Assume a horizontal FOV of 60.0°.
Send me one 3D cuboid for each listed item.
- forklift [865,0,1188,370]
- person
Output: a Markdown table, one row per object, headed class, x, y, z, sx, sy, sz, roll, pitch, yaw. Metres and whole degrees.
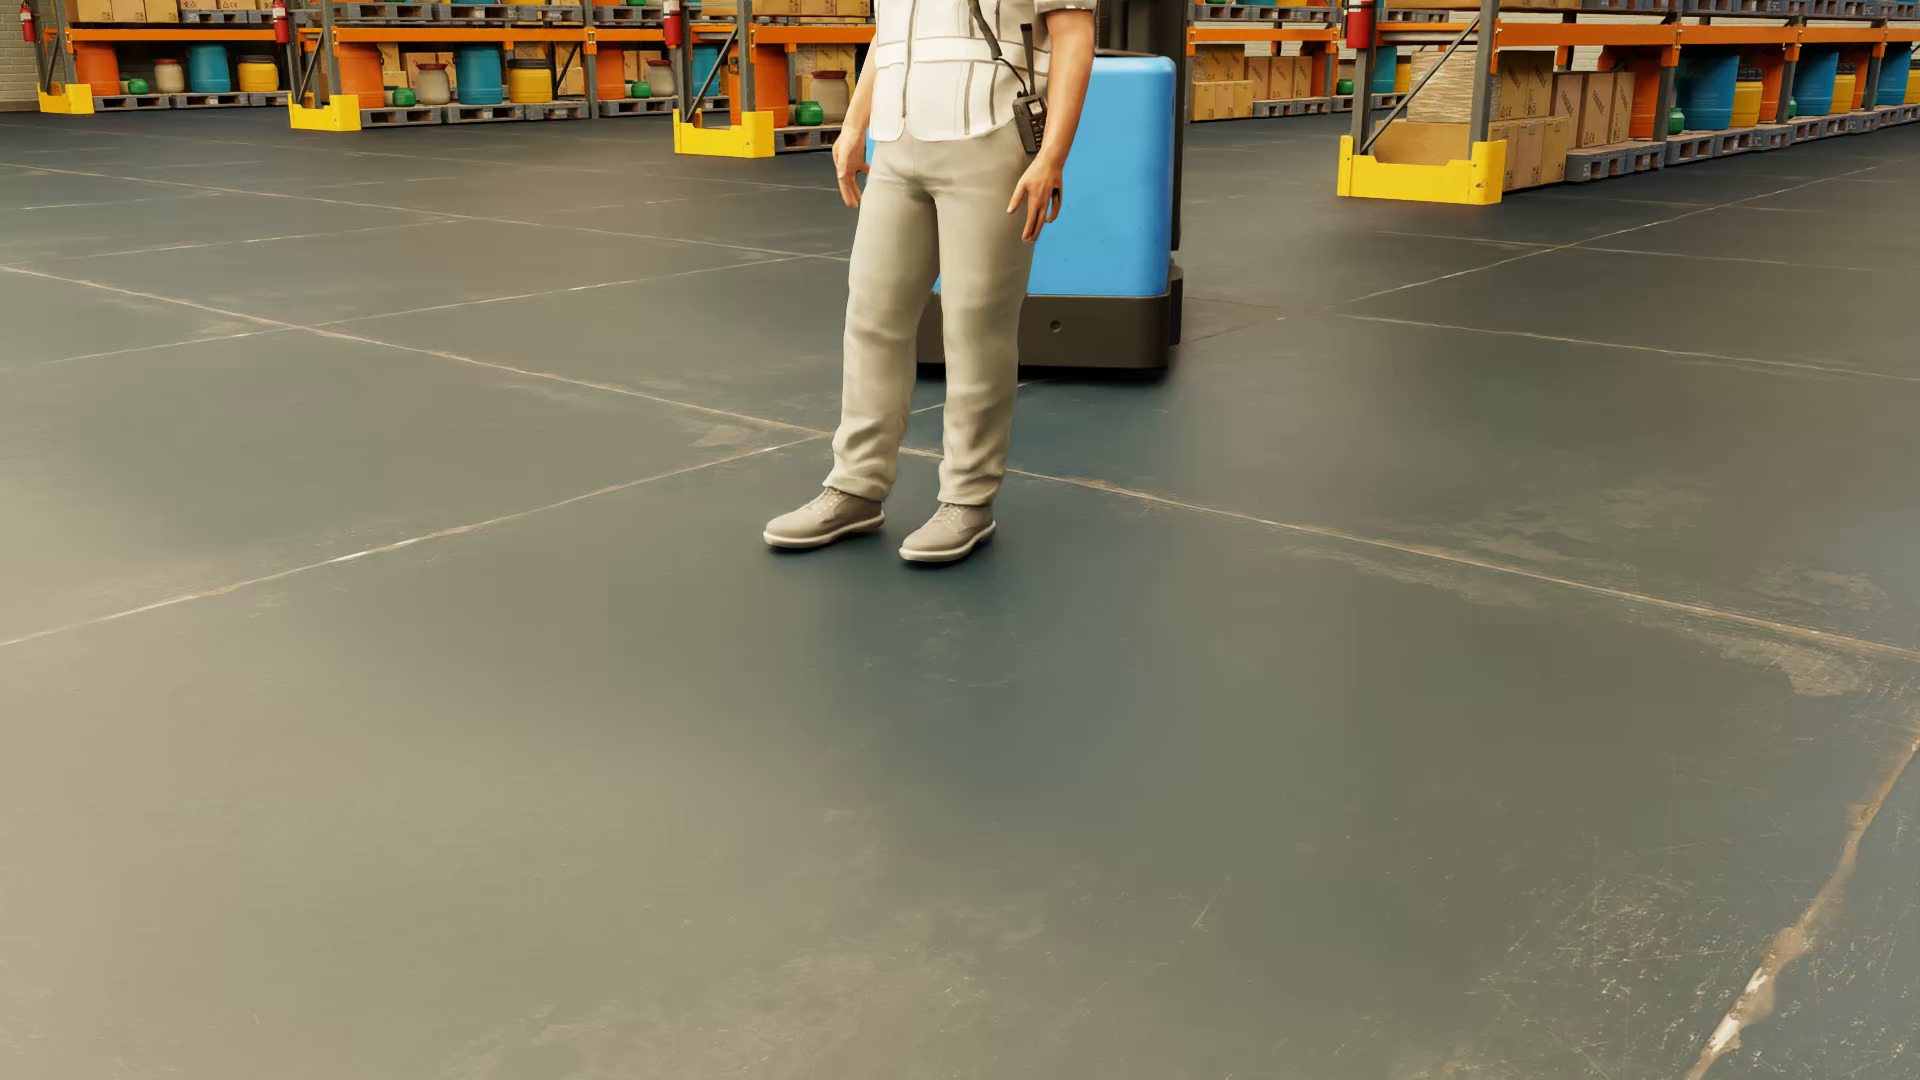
| class | x | y | z | sx | sy | sz | roll | pitch | yaw |
| --- | --- | --- | --- | --- | --- | --- | --- | --- | --- |
| forklift | 0.380 | -2.362 | 6.676 | 1.130 | 2.935 | 3.031 | 2 | 17 | 8 |
| person | -0.059 | -0.845 | 3.630 | 0.641 | 1.780 | 0.574 | 13 | 21 | 37 |
